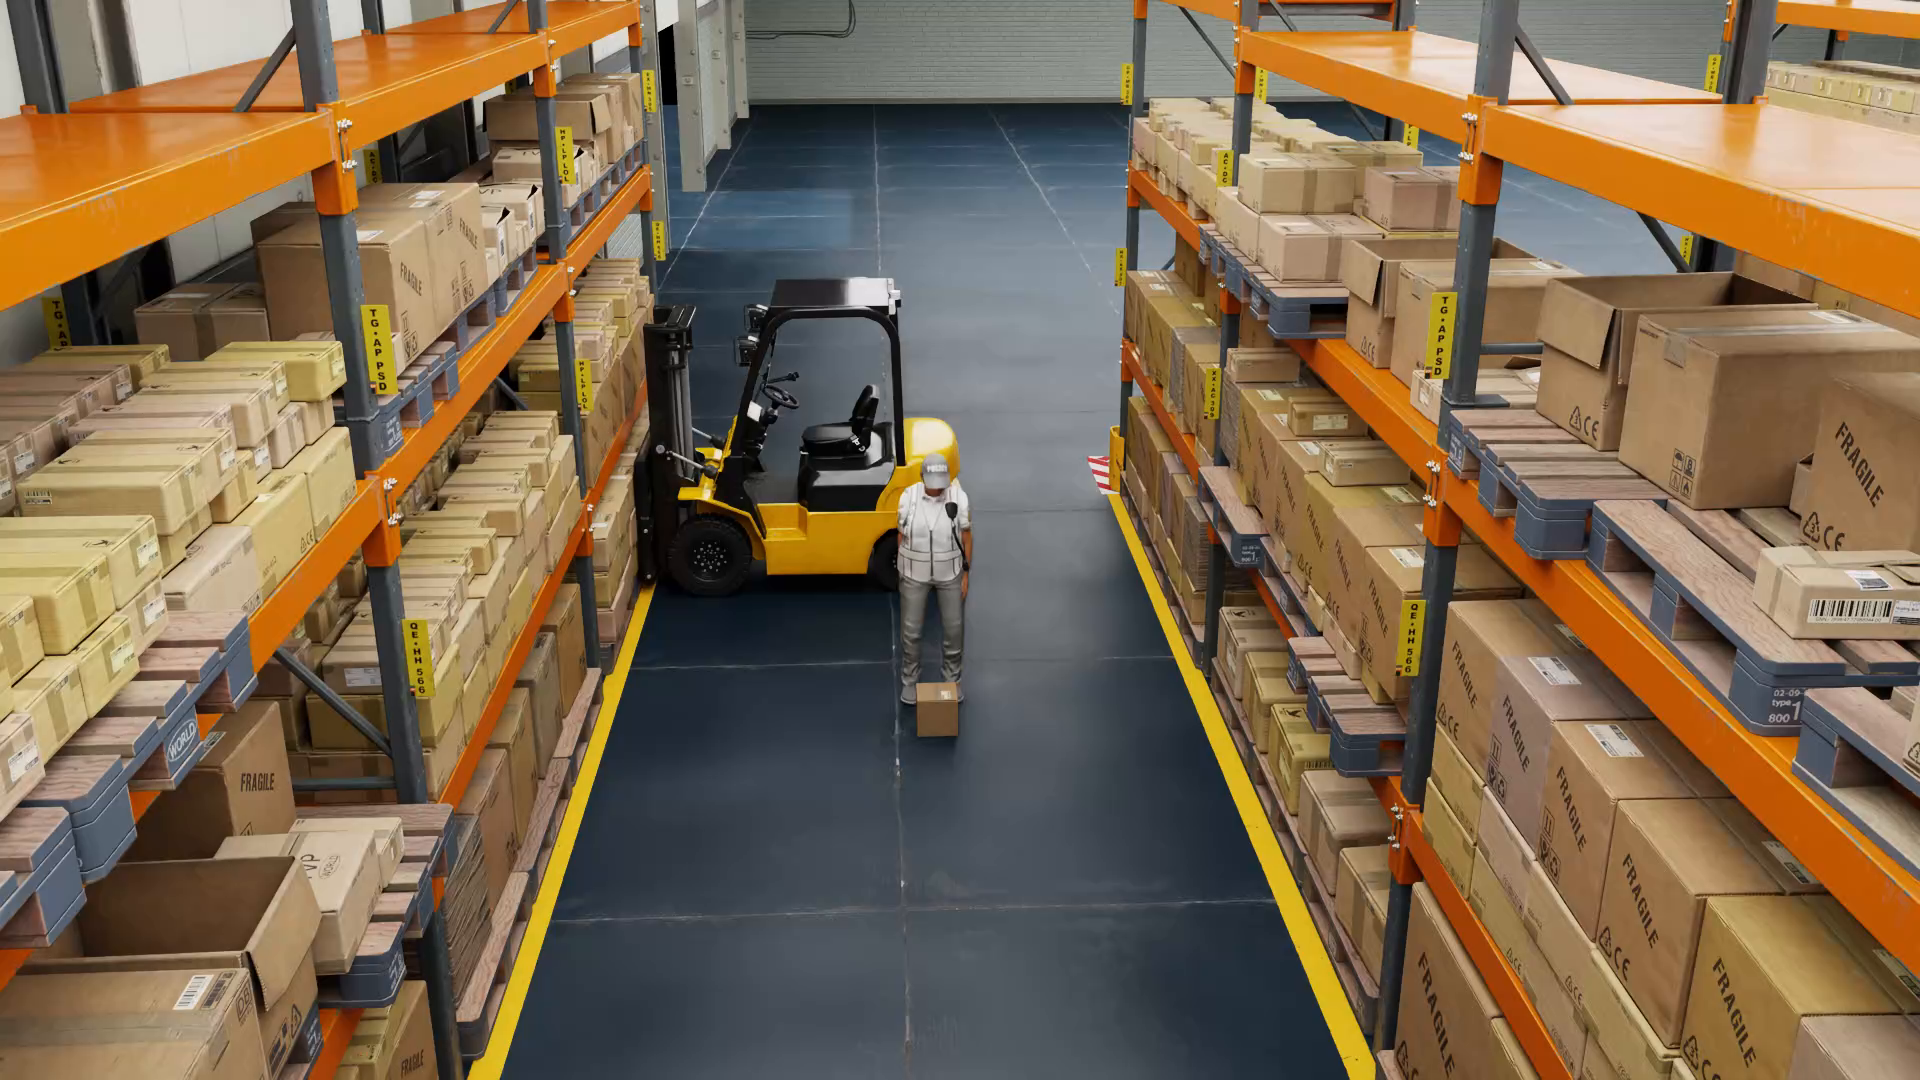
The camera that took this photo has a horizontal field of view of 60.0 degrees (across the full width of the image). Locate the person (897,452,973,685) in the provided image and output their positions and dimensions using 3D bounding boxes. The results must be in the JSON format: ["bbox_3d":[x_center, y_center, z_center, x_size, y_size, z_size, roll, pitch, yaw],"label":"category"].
[{"bbox_3d":[-0.157,0.198,10.469,0.475,1.577,0.394,-1,21,-2],"label":"person"}]
